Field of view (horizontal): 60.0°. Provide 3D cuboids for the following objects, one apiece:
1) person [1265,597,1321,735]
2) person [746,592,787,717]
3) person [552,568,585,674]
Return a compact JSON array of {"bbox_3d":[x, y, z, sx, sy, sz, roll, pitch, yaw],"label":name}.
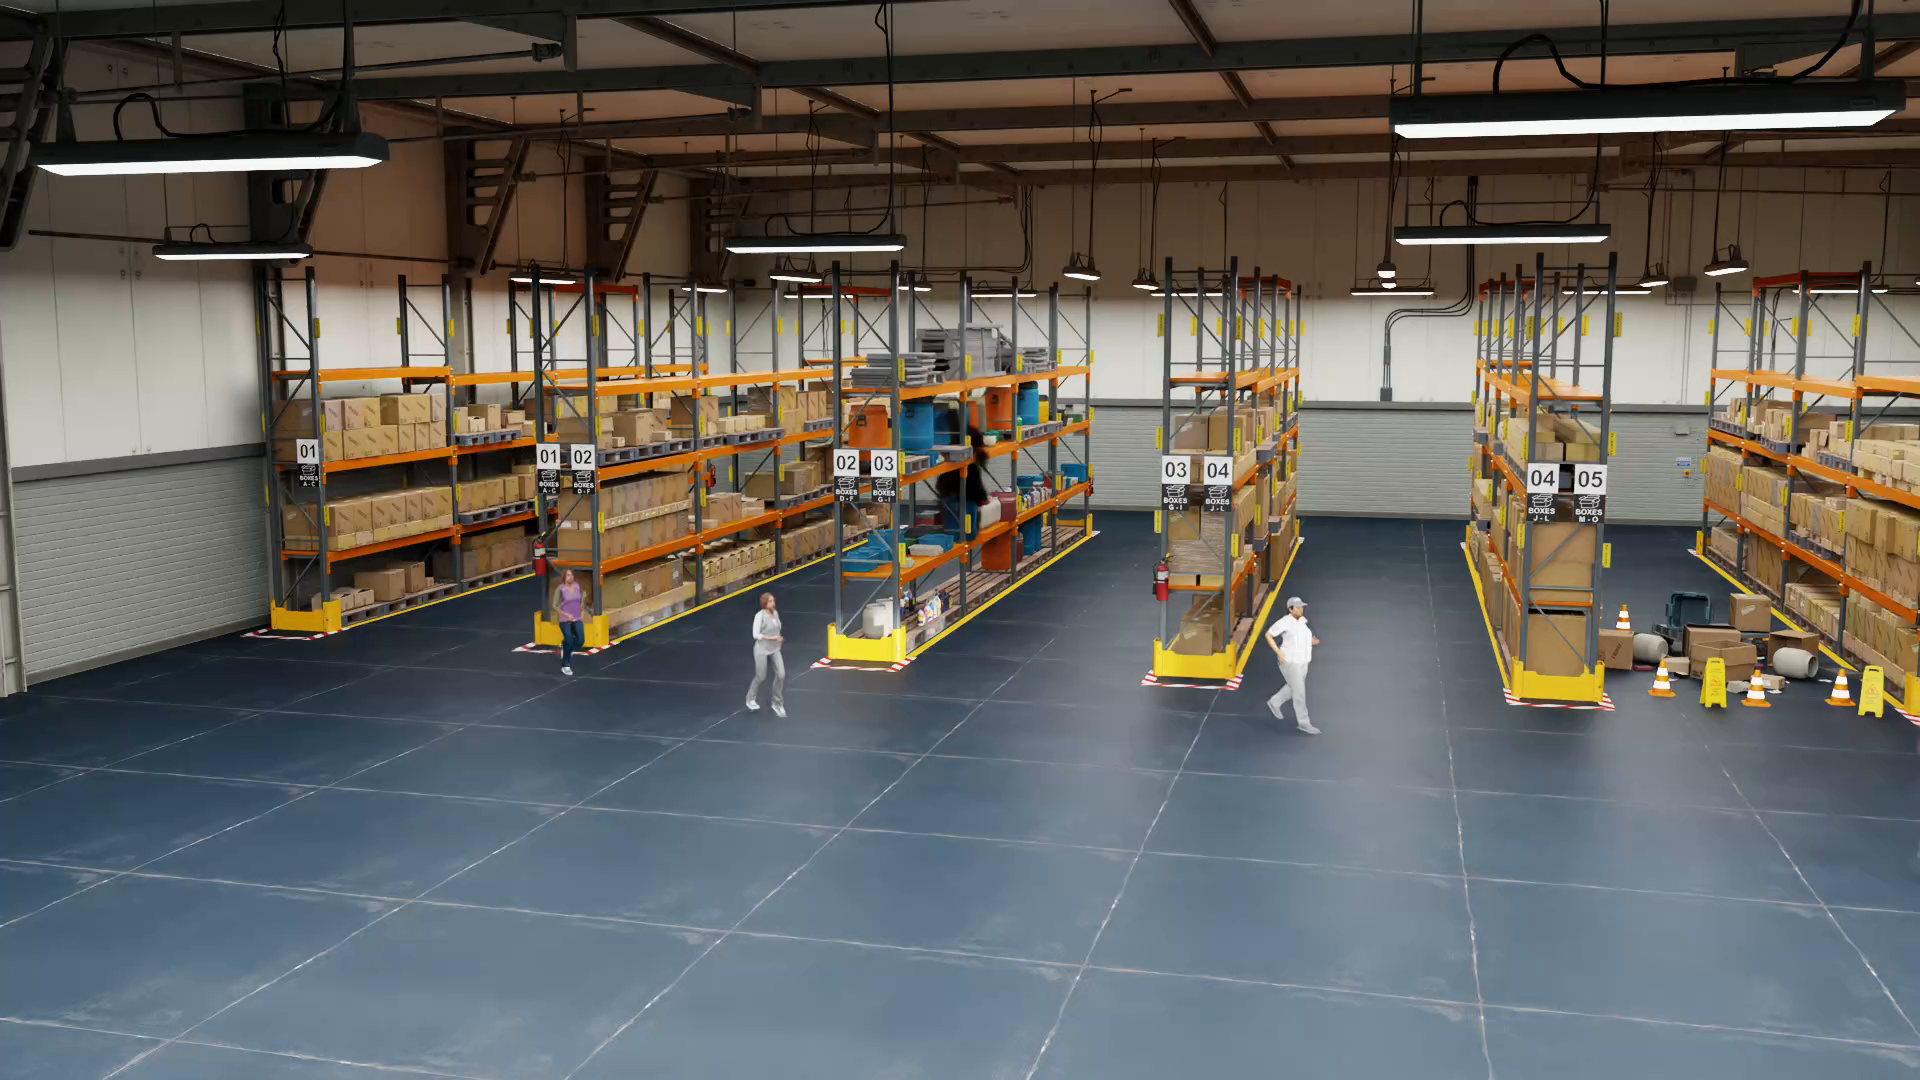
[{"bbox_3d":[4.174,1.531,20.800,0.606,1.654,0.942,-6,10,-40],"label":"person"},{"bbox_3d":[-2.498,1.493,21.574,0.707,1.662,0.559,6,10,41],"label":"person"},{"bbox_3d":[-5.683,1.179,24.233,0.566,1.564,0.605,-6,10,-41],"label":"person"}]
